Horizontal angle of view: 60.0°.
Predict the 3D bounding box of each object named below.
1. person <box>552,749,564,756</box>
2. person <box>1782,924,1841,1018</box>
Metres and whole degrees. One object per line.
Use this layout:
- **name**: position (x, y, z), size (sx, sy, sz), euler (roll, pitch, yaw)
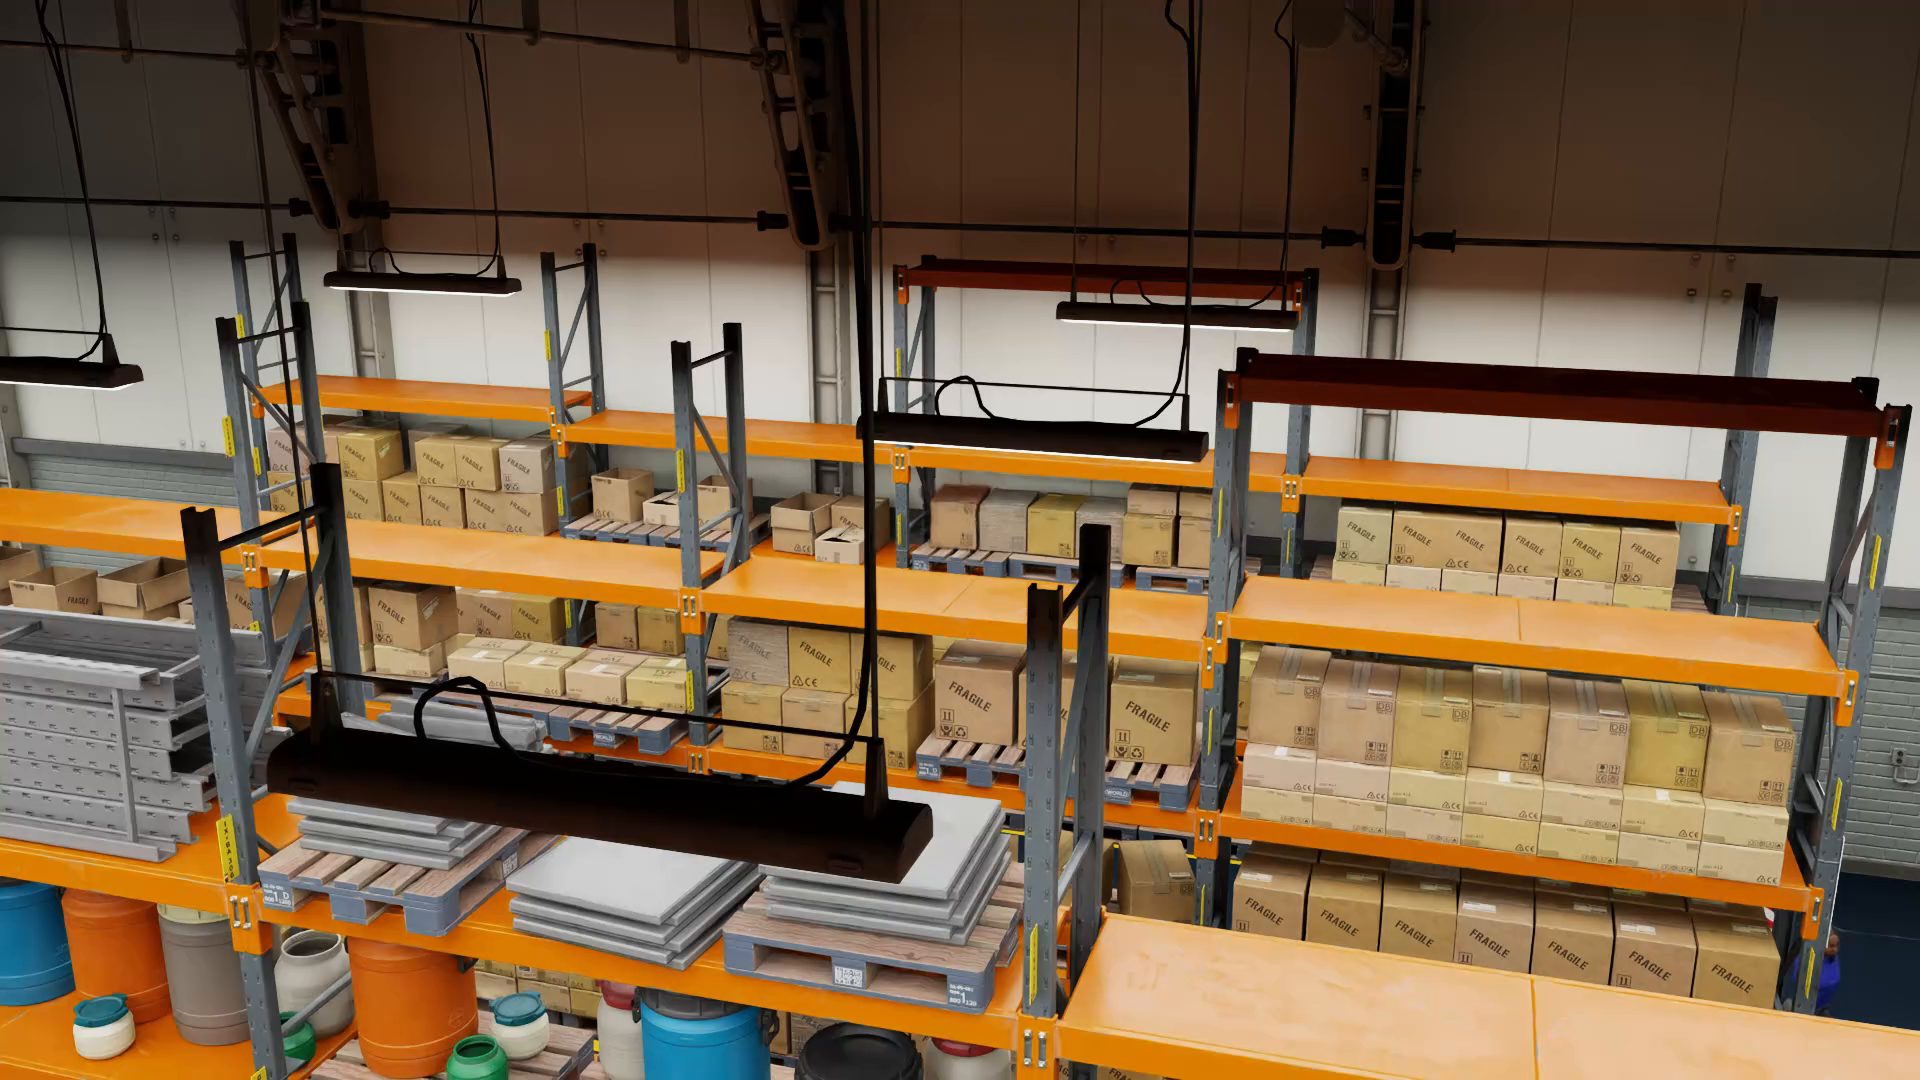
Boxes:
- **person**: position (-4.265, 2.482, 17.204), size (0.647, 1.645, 0.498), euler (13, 21, 38)
- **person**: position (6.627, 3.699, 12.970), size (0.557, 1.633, 0.686), euler (-8, 18, -25)
